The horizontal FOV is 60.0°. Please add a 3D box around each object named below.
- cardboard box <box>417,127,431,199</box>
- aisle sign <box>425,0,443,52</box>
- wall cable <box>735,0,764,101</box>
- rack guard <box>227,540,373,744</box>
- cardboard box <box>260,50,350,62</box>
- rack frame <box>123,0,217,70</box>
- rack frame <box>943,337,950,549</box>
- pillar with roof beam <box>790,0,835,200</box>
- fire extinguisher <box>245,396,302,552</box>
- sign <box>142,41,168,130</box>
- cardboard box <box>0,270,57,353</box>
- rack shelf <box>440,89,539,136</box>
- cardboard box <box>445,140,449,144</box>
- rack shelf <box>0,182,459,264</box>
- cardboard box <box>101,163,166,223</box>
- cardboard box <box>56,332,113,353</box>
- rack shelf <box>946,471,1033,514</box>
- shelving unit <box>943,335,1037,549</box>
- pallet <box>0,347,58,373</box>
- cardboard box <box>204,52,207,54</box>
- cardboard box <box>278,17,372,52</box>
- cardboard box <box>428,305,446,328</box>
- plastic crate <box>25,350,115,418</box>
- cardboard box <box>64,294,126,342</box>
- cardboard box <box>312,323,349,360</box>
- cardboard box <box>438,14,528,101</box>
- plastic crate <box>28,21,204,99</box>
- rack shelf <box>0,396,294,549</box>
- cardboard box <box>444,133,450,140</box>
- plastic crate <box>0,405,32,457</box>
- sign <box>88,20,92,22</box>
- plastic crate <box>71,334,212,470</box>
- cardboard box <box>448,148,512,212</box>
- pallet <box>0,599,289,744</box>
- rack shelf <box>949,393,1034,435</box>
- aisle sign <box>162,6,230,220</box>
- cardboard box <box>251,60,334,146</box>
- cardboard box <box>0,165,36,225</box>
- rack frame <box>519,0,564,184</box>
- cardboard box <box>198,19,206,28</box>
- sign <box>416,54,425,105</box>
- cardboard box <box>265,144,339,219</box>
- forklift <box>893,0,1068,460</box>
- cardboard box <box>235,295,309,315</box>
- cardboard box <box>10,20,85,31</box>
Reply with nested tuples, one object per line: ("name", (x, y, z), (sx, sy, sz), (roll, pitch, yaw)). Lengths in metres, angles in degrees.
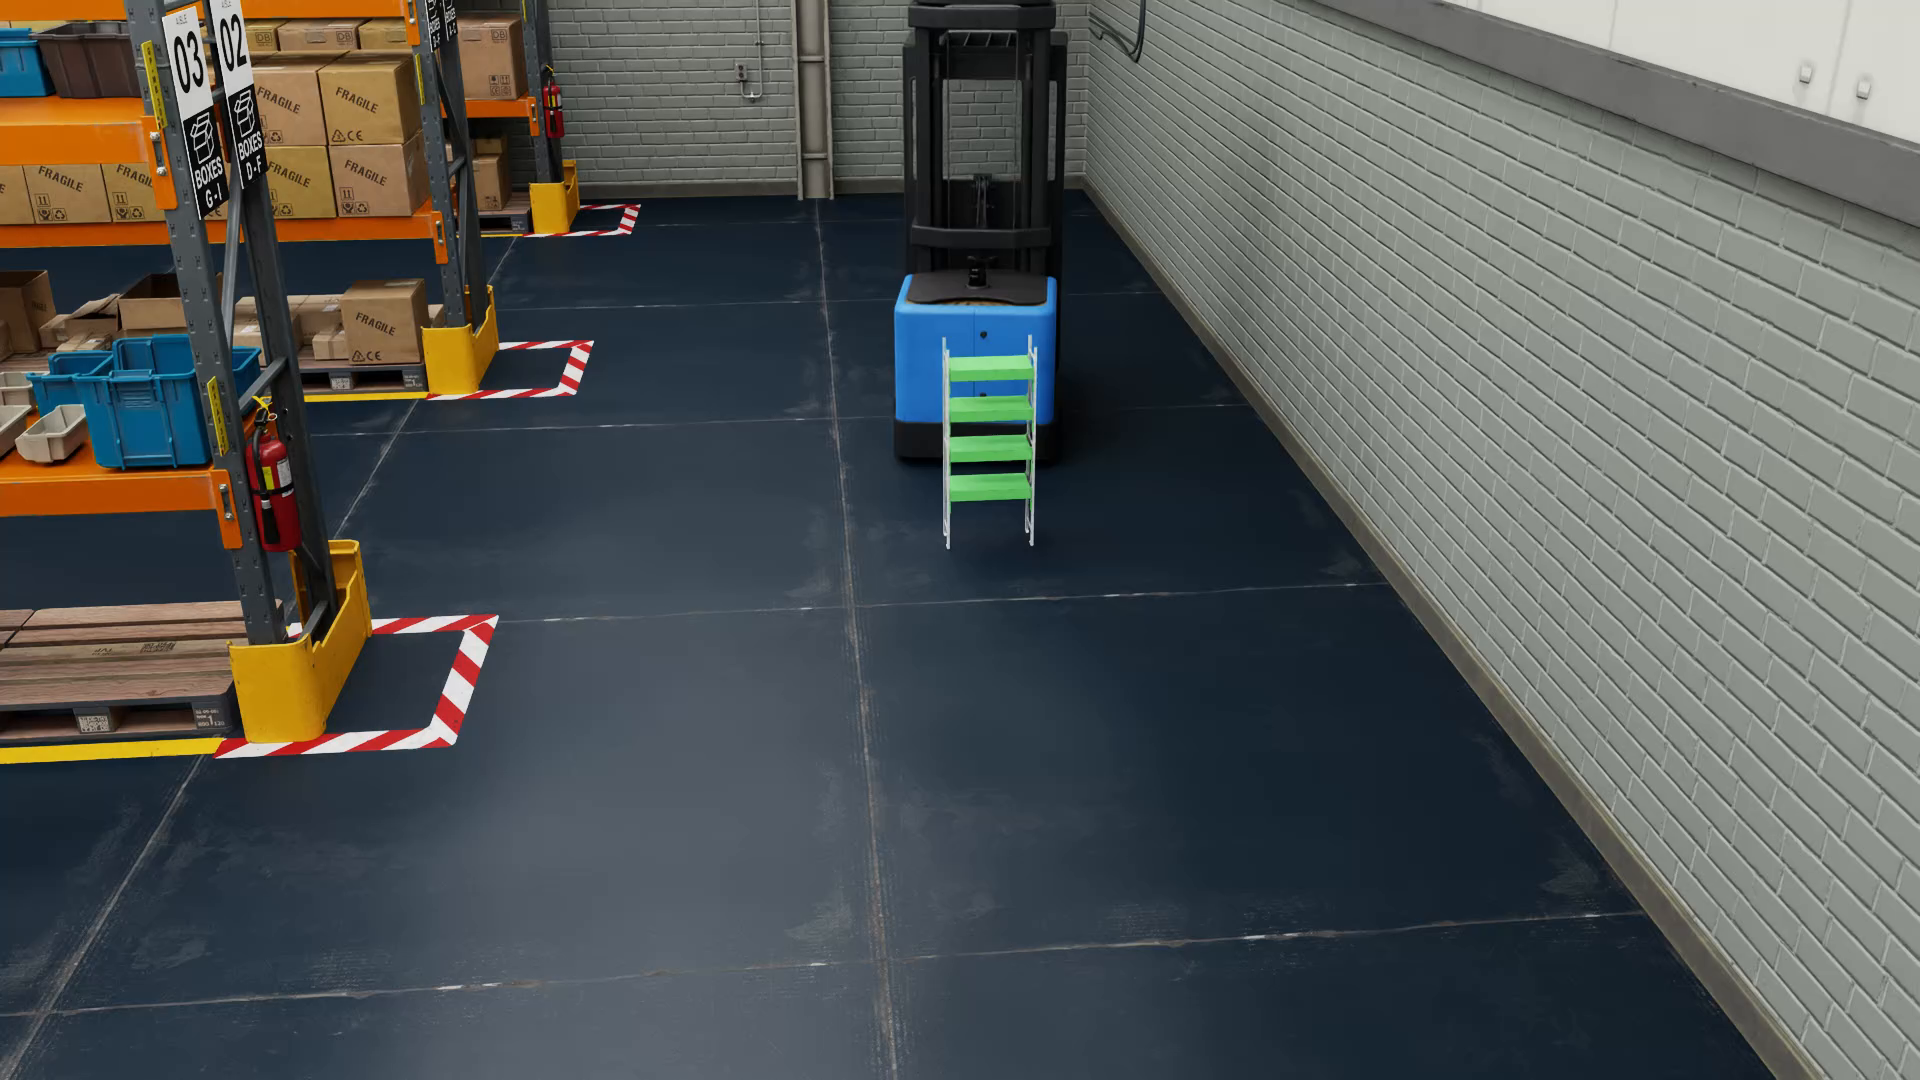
("cardboard box", (-4.155, -2.805, 12.244), (0.500, 0.500, 0.500), (-2, 24, -4))
("aisle sign", (-3.590, -3.737, 11.264), (0.004, 0.787, 0.394), (-2, 24, -5))
("wall cable", (-2.997, -5.570, 17.338), (1.851, 1.984, 0.084), (-2, 24, -5))
("rack guard", (-3.182, 0.468, 8.081), (0.348, 0.500, 1.175), (-2, 24, -5))
("cardboard box", (-4.675, -3.238, 11.987), (0.500, 0.500, 0.500), (-2, 24, -5))
("rack frame", (-3.205, -3.409, 6.341), (0.127, 3.000, 1.000), (-2, 24, -5))
("rack frame", (-0.078, -0.545, 9.499), (0.015, 1.200, 0.240), (-2, 24, -5))
("pillar with roof beam", (-1.154, -6.131, 12.465), (0.400, 9.000, 9.100), (-2, 24, -5))
("fire extinguisher", (-3.010, -0.285, 7.251), (0.183, 0.674, 0.296), (-2, 24, -5))
("sign", (-3.135, -1.769, 6.473), (0.005, 0.325, 0.100), (-2, 24, -5))
("cardboard box", (-7.130, -1.707, 12.433), (0.500, 0.500, 0.500), (-2, 24, -5))
("rack shelf", (-6.169, -4.264, 16.535), (4.000, 0.370, 1.077), (-2, 24, -5))
("cardboard box", (-5.230, -3.861, 16.505), (0.250, 0.149, 0.380), (-2, 24, -4))
("rack shelf", (-5.678, -2.262, 12.031), (4.000, 0.370, 1.077), (-2, 24, -5))
("cardboard box", (-5.621, -2.528, 11.622), (0.500, 0.500, 0.500), (-3, 24, -6))
("cardboard box", (-6.370, -1.385, 12.119), (0.250, 0.166, 0.380), (-2, 24, -5))
("rack shelf", (0.165, -0.277, 9.645), (0.480, 0.148, 0.258), (-2, 24, -5))
("shelving unit", (0.165, -0.555, 9.521), (0.503, 1.200, 0.258), (-2, 24, -5))
("pallet", (-6.985, -1.263, 12.332), (1.213, 0.211, 1.003), (-2, 24, -5))
("cardboard box", (-5.679, -3.199, 11.900), (0.500, 0.500, 0.500), (-3, 24, -6))
("cardboard box", (-6.168, -4.725, 16.317), (0.700, 0.700, 0.980), (-3, 24, -8))
("cardboard box", (-4.138, -1.691, 12.829), (0.250, 0.149, 0.380), (-2, 24, -5))
("plastic crate", (-4.138, -0.716, 7.800), (0.300, 0.233, 0.416), (-2, 24, -5))
("cardboard box", (-6.383, -1.650, 12.539), (0.500, 0.311, 0.500), (-2, 24, -5))
("cardboard box", (-4.617, -1.476, 12.323), (0.250, 0.166, 0.380), (-2, 24, -5))
("cardboard box", (-4.685, -4.785, 16.453), (0.700, 0.700, 0.980), (-1, 24, -3))
("plastic crate", (-3.615, -2.076, 7.196), (0.590, 0.269, 0.497), (-2, 24, -5))
("rack shelf", (-5.195, -0.259, 7.526), (4.000, 0.370, 1.077), (-2, 24, -5))
("cardboard box", (-5.265, -4.015, 16.853), (0.250, 0.149, 0.380), (-2, 24, -5))
("plastic crate", (-4.288, -0.463, 7.350), (0.243, 0.136, 0.396), (-2, 24, -5))
("sign", (-8.096, -4.787, 15.498), (0.005, 0.325, 0.100), (-2, 24, -5))
("plastic crate", (-3.520, -0.623, 7.340), (0.499, 0.435, 0.616), (-2, 24, -5))
("cardboard box", (-4.865, -3.654, 16.838), (0.500, 0.500, 0.700), (-2, 24, -5))
("pallet", (-4.029, 0.624, 8.087), (1.213, 0.211, 1.003), (-2, 24, -5))
("rack shelf", (0.165, -0.716, 9.450), (0.480, 0.148, 0.258), (-2, 24, -5))
("aisle sign", (-3.104, -1.740, 6.772), (0.004, 0.787, 0.394), (-2, 24, -5))
("cardboard box", (-4.607, -3.023, 11.505), (0.500, 0.500, 0.500), (-2, 24, -4))
("cardboard box", (-6.625, -2.488, 11.532), (0.500, 0.500, 0.500), (-2, 24, -4))
("rack frame", (-4.179, -4.672, 16.569), (0.127, 3.000, 1.000), (-2, 24, -5))
("cardboard box", (-7.618, -4.665, 16.183), (0.700, 0.700, 0.980), (-2, 24, -4))
("sign", (-3.653, -3.119, 11.259), (0.005, 0.325, 0.100), (-2, 24, -5))
("cardboard box", (-4.623, -2.566, 11.707), (0.500, 0.500, 0.500), (-2, 24, -5))
("forklift", (0.179, -2.412, 11.568), (1.130, 2.935, 3.031), (1, 24, 3))
("cardboard box", (-5.252, -1.668, 12.653), (0.500, 0.250, 0.500), (-2, 24, -5))
("cardboard box", (-8.599, -4.924, 15.698), (0.500, 0.250, 0.500), (-2, 24, -4))
